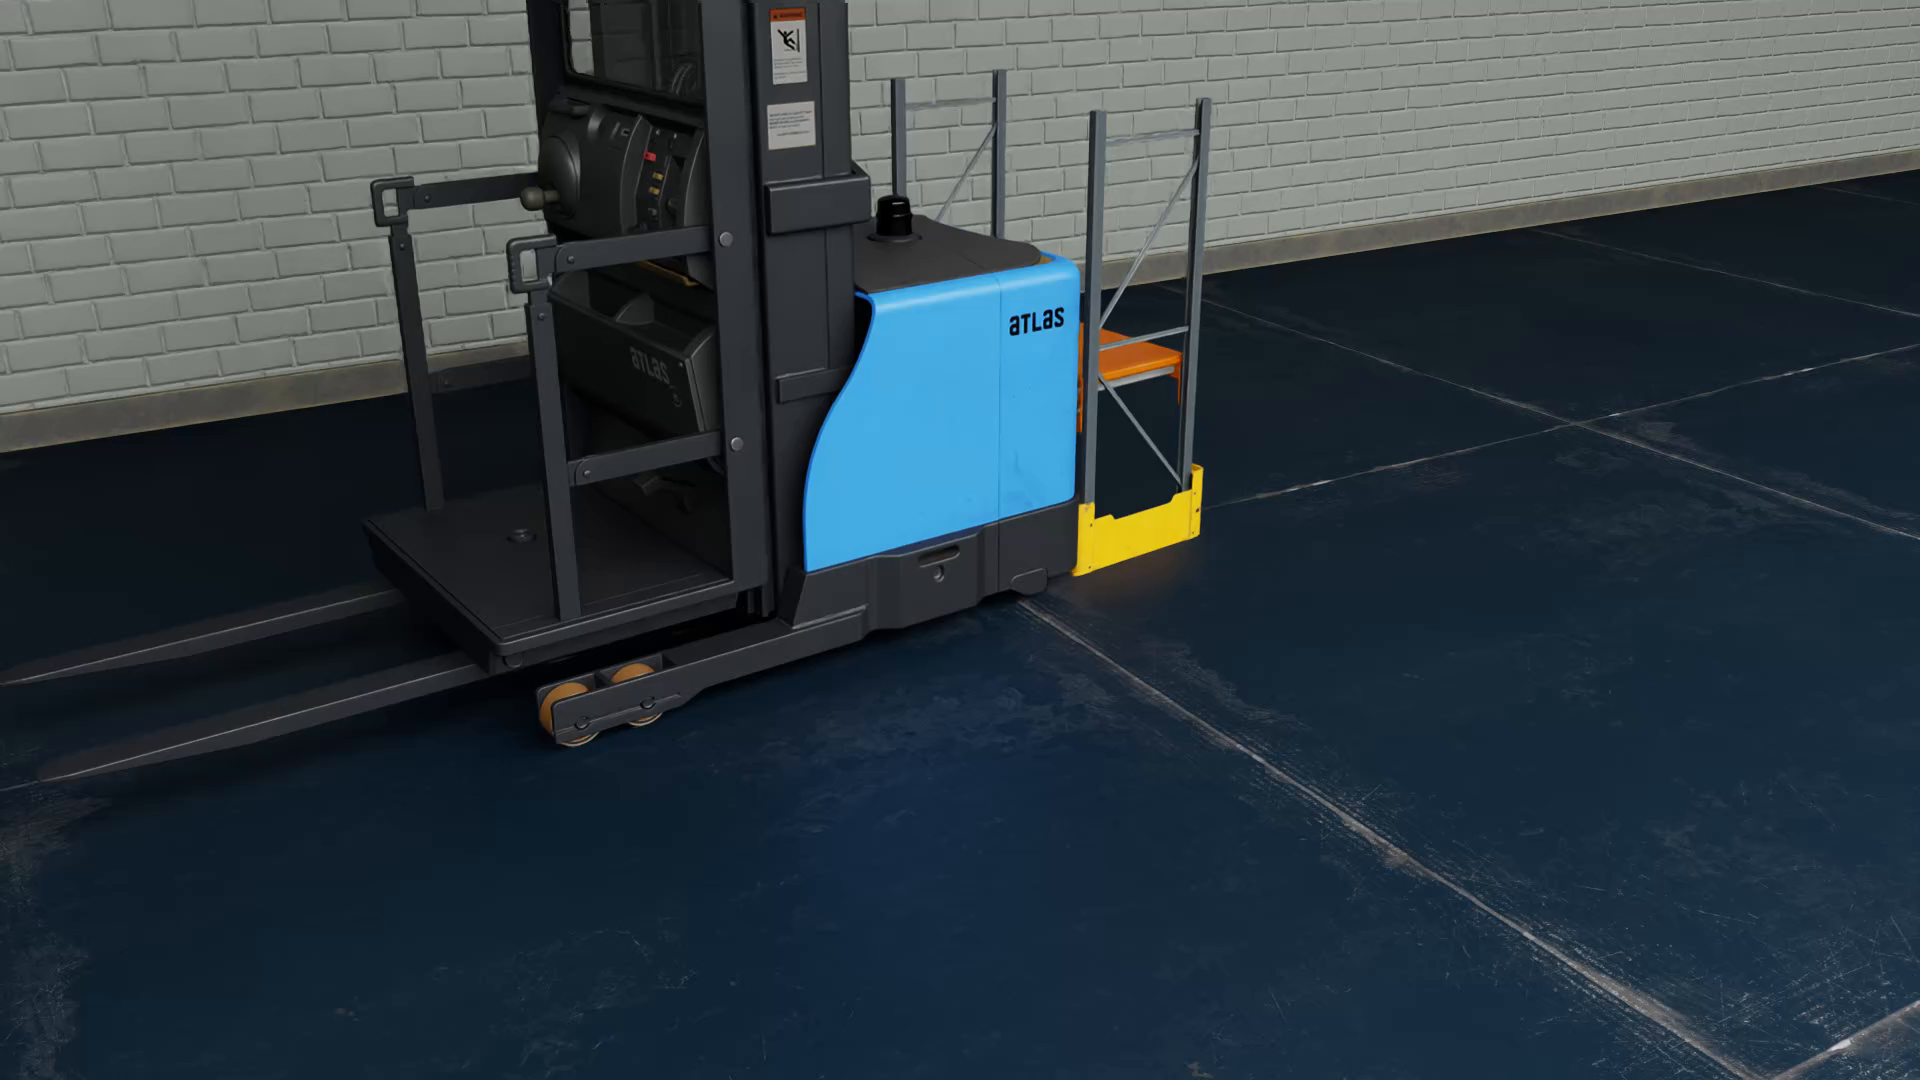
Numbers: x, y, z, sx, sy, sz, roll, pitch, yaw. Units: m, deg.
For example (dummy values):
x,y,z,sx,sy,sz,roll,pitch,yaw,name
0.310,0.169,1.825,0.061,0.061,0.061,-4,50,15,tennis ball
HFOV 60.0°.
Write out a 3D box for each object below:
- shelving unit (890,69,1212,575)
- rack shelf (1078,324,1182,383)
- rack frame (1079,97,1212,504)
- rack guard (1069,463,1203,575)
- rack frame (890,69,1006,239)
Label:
x,y,z,sx,sy,sz,roll,pitch,yaw,name
0.286,-0.802,5.794,0.587,1.500,1.083,-17,27,-35,shelving unit
0.280,-0.700,5.843,0.459,0.026,0.952,-17,27,-35,rack shelf
0.596,-0.655,5.432,0.500,1.500,0.032,-17,27,-35,rack frame
0.596,-0.077,5.668,0.587,0.250,0.087,-17,27,-35,rack guard
-0.036,-0.955,6.169,0.500,1.500,0.032,-17,27,-35,rack frame
